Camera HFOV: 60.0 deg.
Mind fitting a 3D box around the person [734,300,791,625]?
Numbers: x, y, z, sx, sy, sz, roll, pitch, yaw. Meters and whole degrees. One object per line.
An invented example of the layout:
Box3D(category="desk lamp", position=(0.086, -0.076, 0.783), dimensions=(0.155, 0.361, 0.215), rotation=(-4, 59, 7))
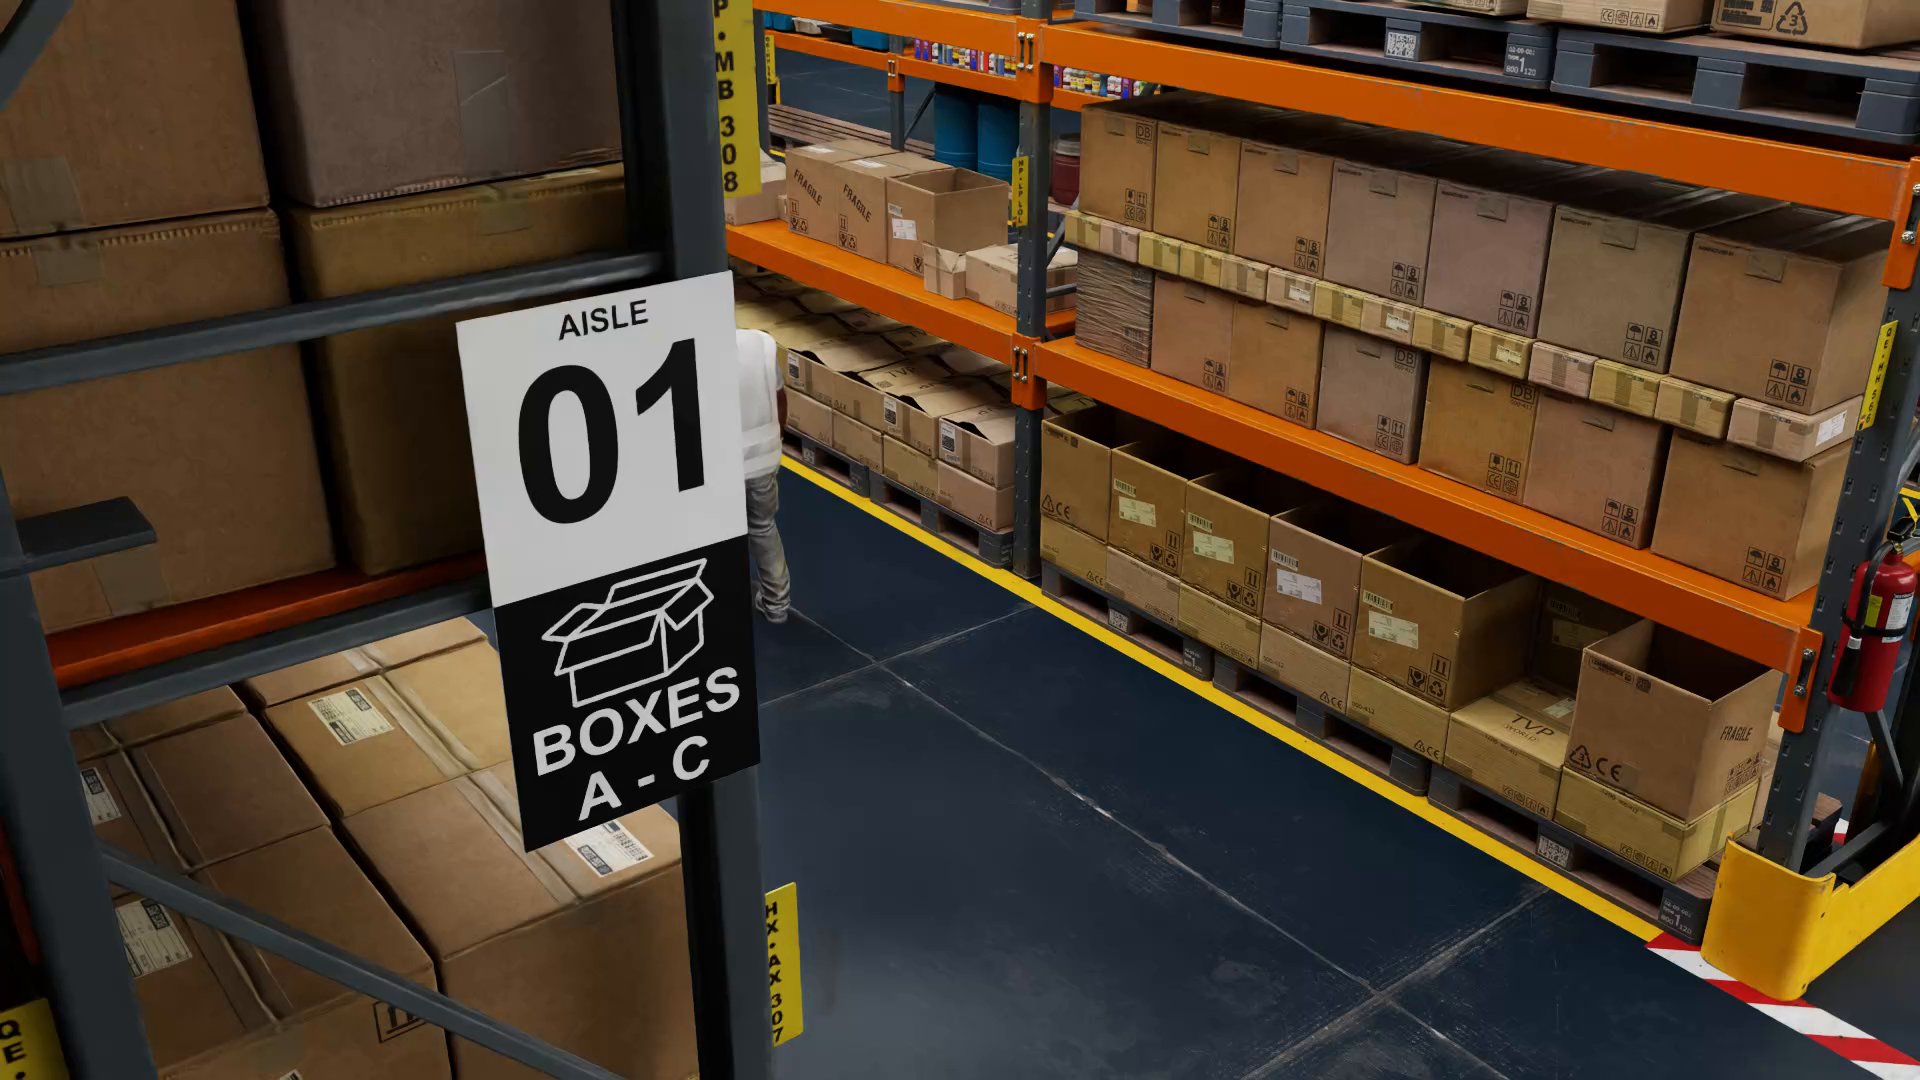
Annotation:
Box3D(category="person", position=(-1.083, -0.381, 7.871), dimensions=(0.608, 1.773, 0.449), rotation=(-19, 31, -36))
